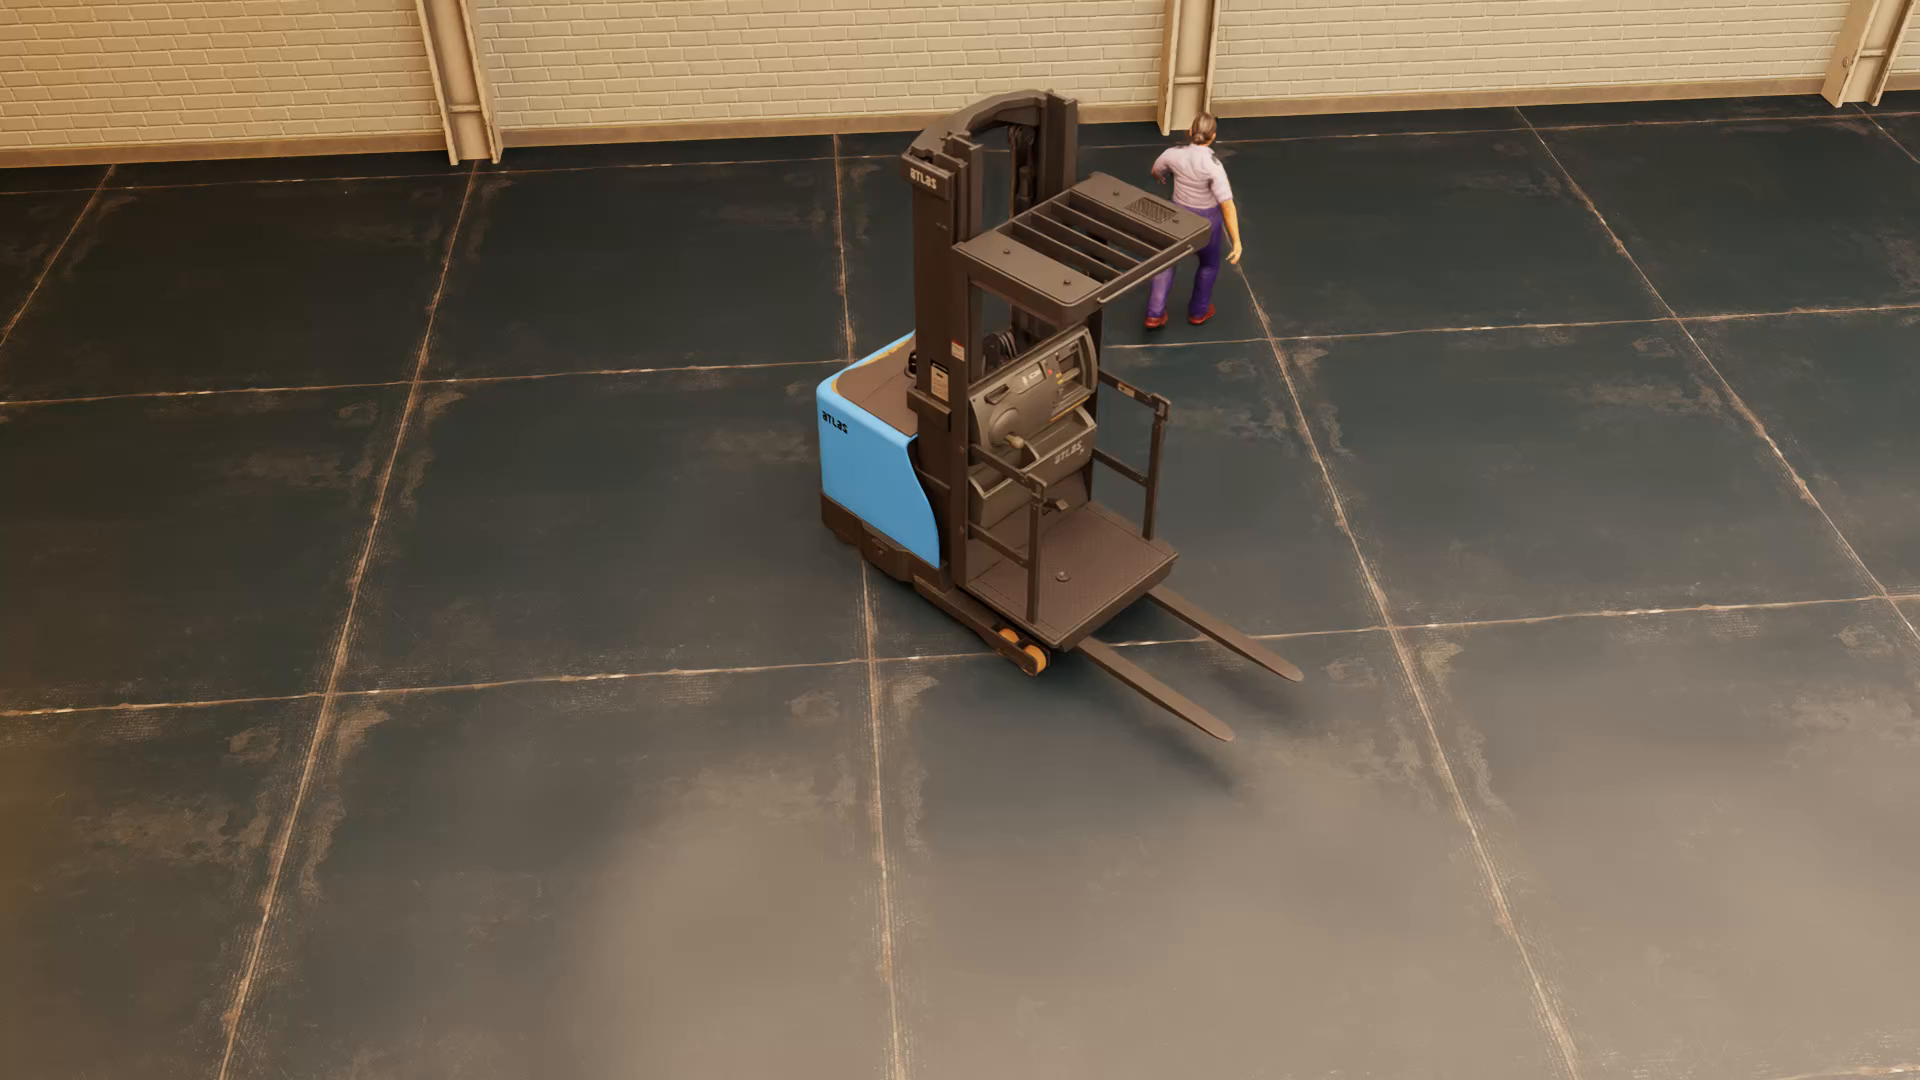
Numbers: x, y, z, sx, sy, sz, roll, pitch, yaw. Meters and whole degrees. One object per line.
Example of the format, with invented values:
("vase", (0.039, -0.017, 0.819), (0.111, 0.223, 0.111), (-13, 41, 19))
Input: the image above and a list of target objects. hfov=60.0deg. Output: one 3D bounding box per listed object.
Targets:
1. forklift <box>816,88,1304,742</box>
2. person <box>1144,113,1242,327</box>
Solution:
("forklift", (0.553, -0.743, 8.807), (3.031, 2.935, 1.130), (33, 50, 32))
("person", (1.618, -2.177, 11.497), (0.829, 1.632, 0.689), (20, 44, 22))
